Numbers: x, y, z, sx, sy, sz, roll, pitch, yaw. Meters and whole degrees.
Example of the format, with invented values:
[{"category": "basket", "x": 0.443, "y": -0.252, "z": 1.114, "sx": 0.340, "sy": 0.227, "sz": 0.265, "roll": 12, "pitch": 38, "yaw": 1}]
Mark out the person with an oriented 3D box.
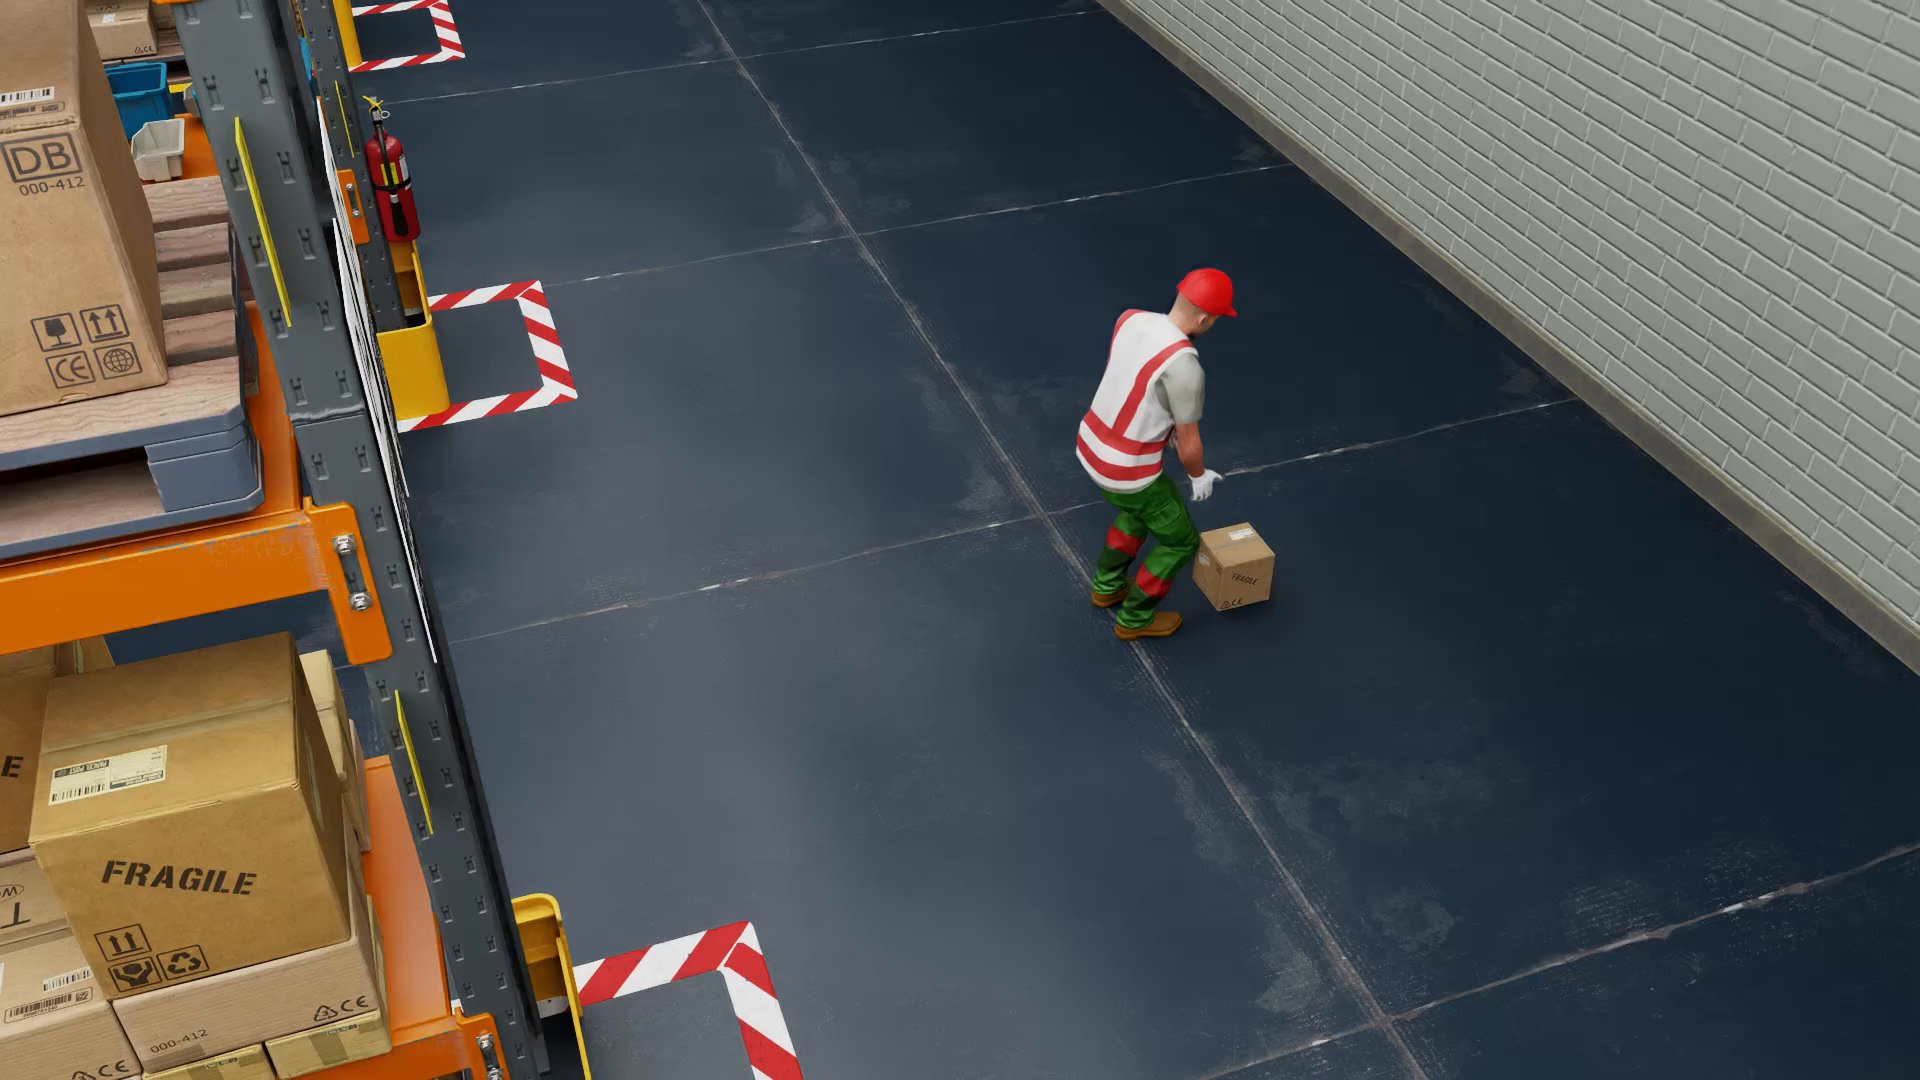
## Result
[{"category": "person", "x": 0.778, "y": -0.351, "z": 6.745, "sx": 0.625, "sy": 1.604, "sz": 0.572, "roll": -12, "pitch": 39, "yaw": -15}]
